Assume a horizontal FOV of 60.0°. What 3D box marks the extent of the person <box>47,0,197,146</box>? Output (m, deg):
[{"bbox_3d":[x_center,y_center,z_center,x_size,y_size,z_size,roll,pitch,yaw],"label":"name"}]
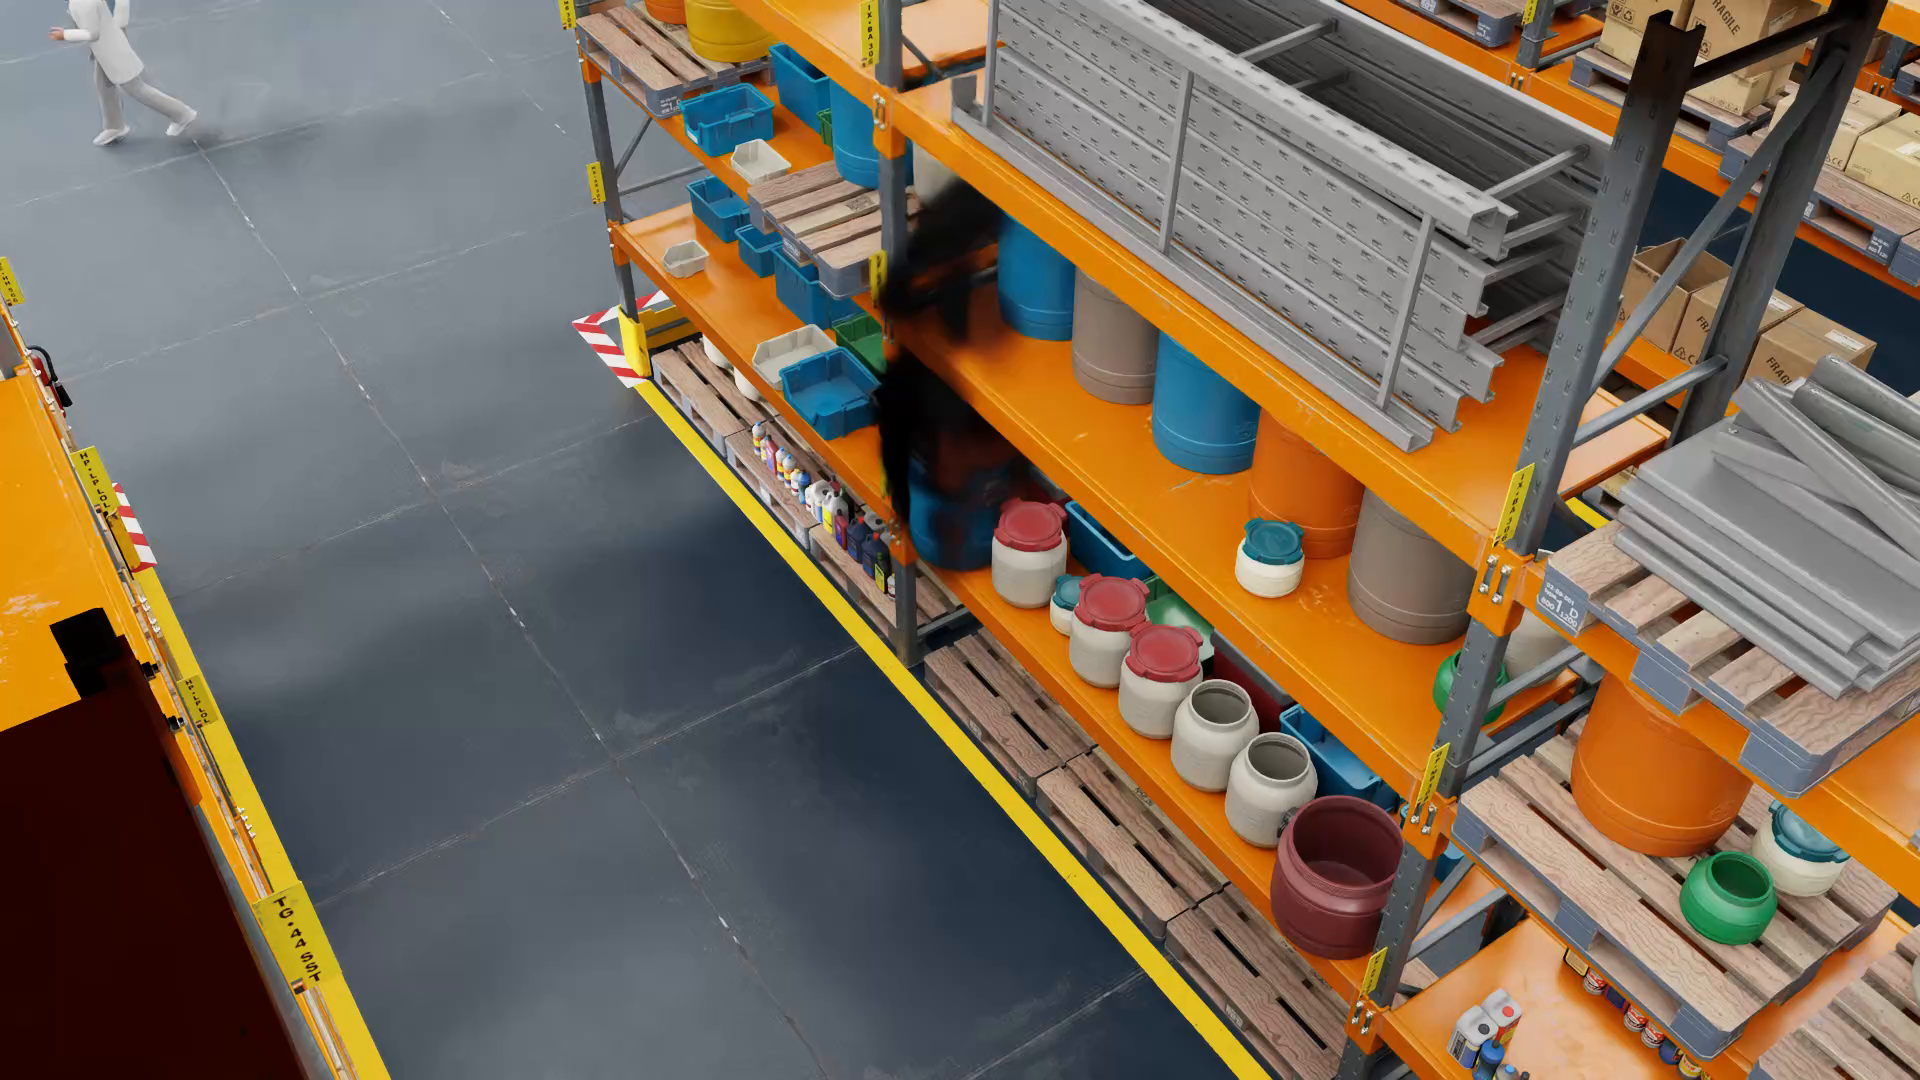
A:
[{"bbox_3d":[-7.765,-4.485,15.324,1.025,1.805,0.649,-11,44,-12],"label":"person"}]
